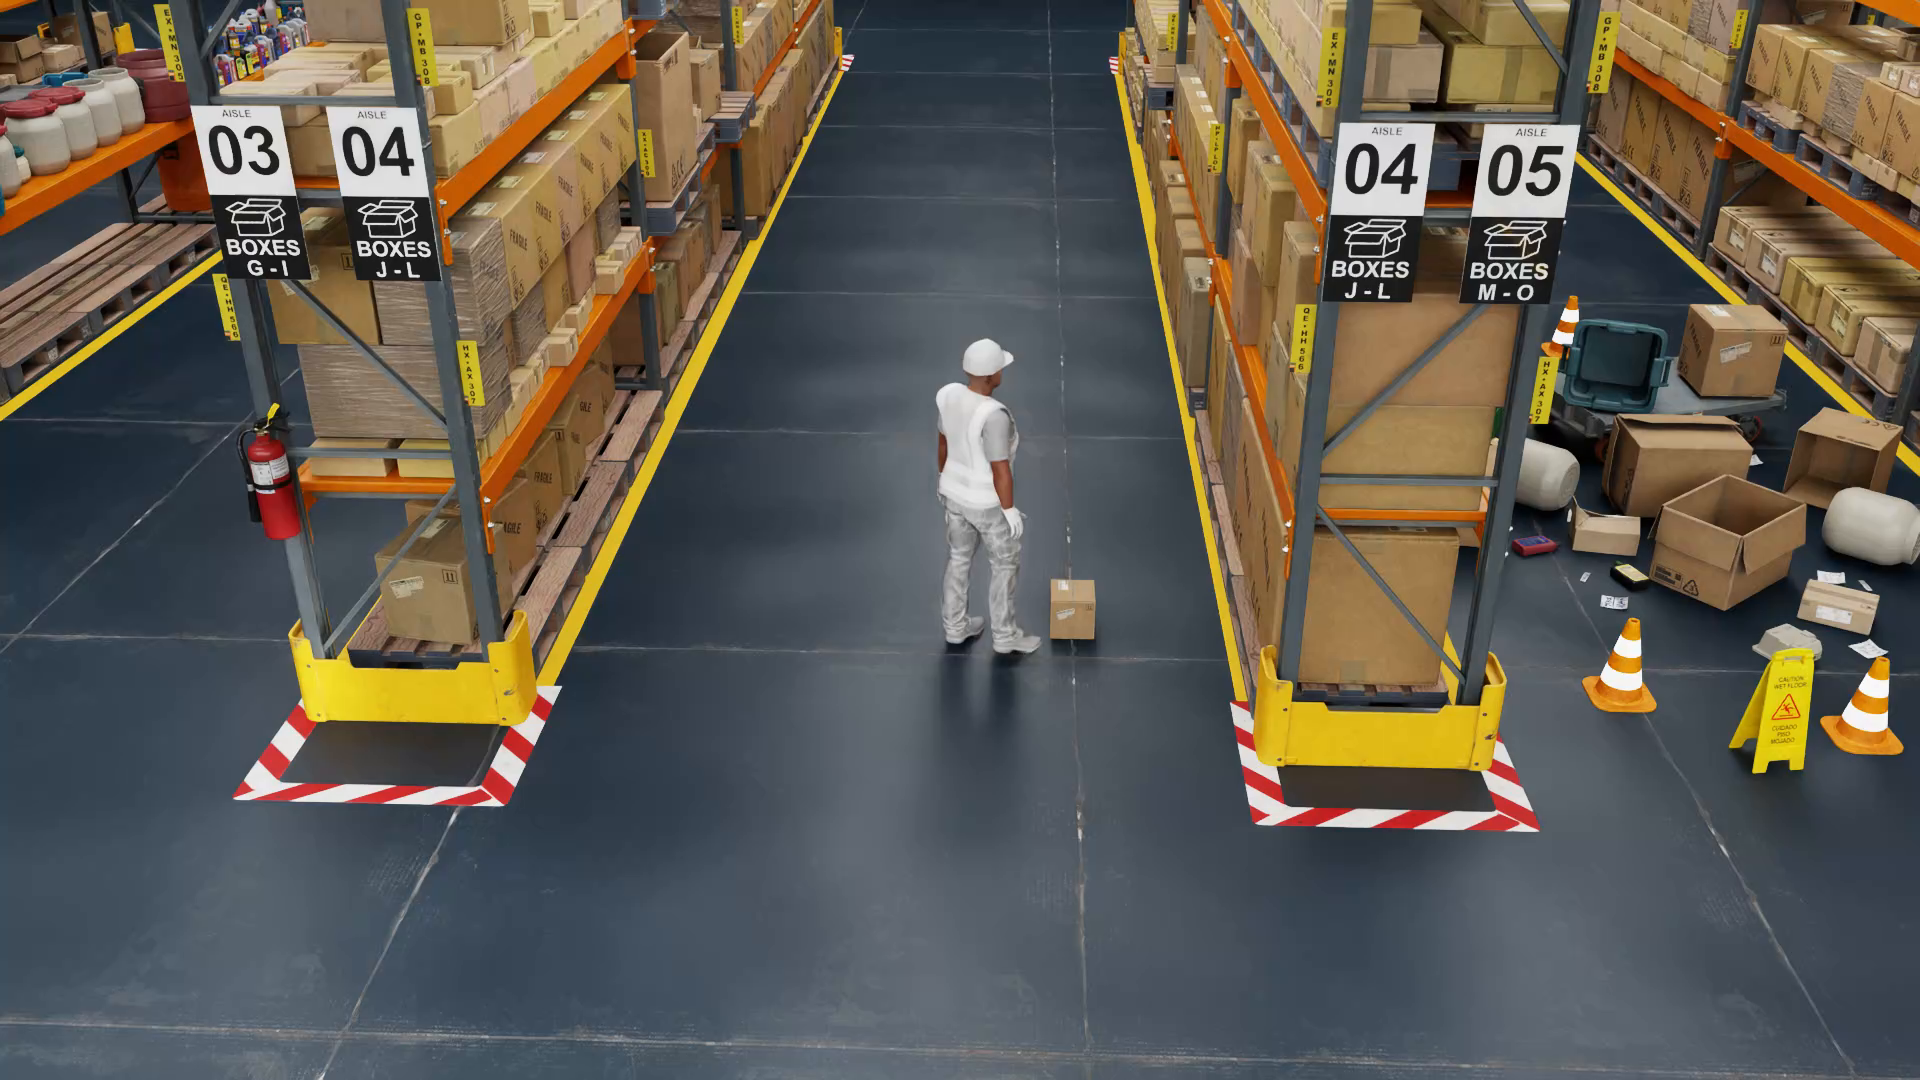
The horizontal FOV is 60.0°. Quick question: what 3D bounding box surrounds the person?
[{"bbox_3d":[0.124,-0.242,9.066,0.438,1.810,0.650,-21,34,-34],"label":"person"}]
